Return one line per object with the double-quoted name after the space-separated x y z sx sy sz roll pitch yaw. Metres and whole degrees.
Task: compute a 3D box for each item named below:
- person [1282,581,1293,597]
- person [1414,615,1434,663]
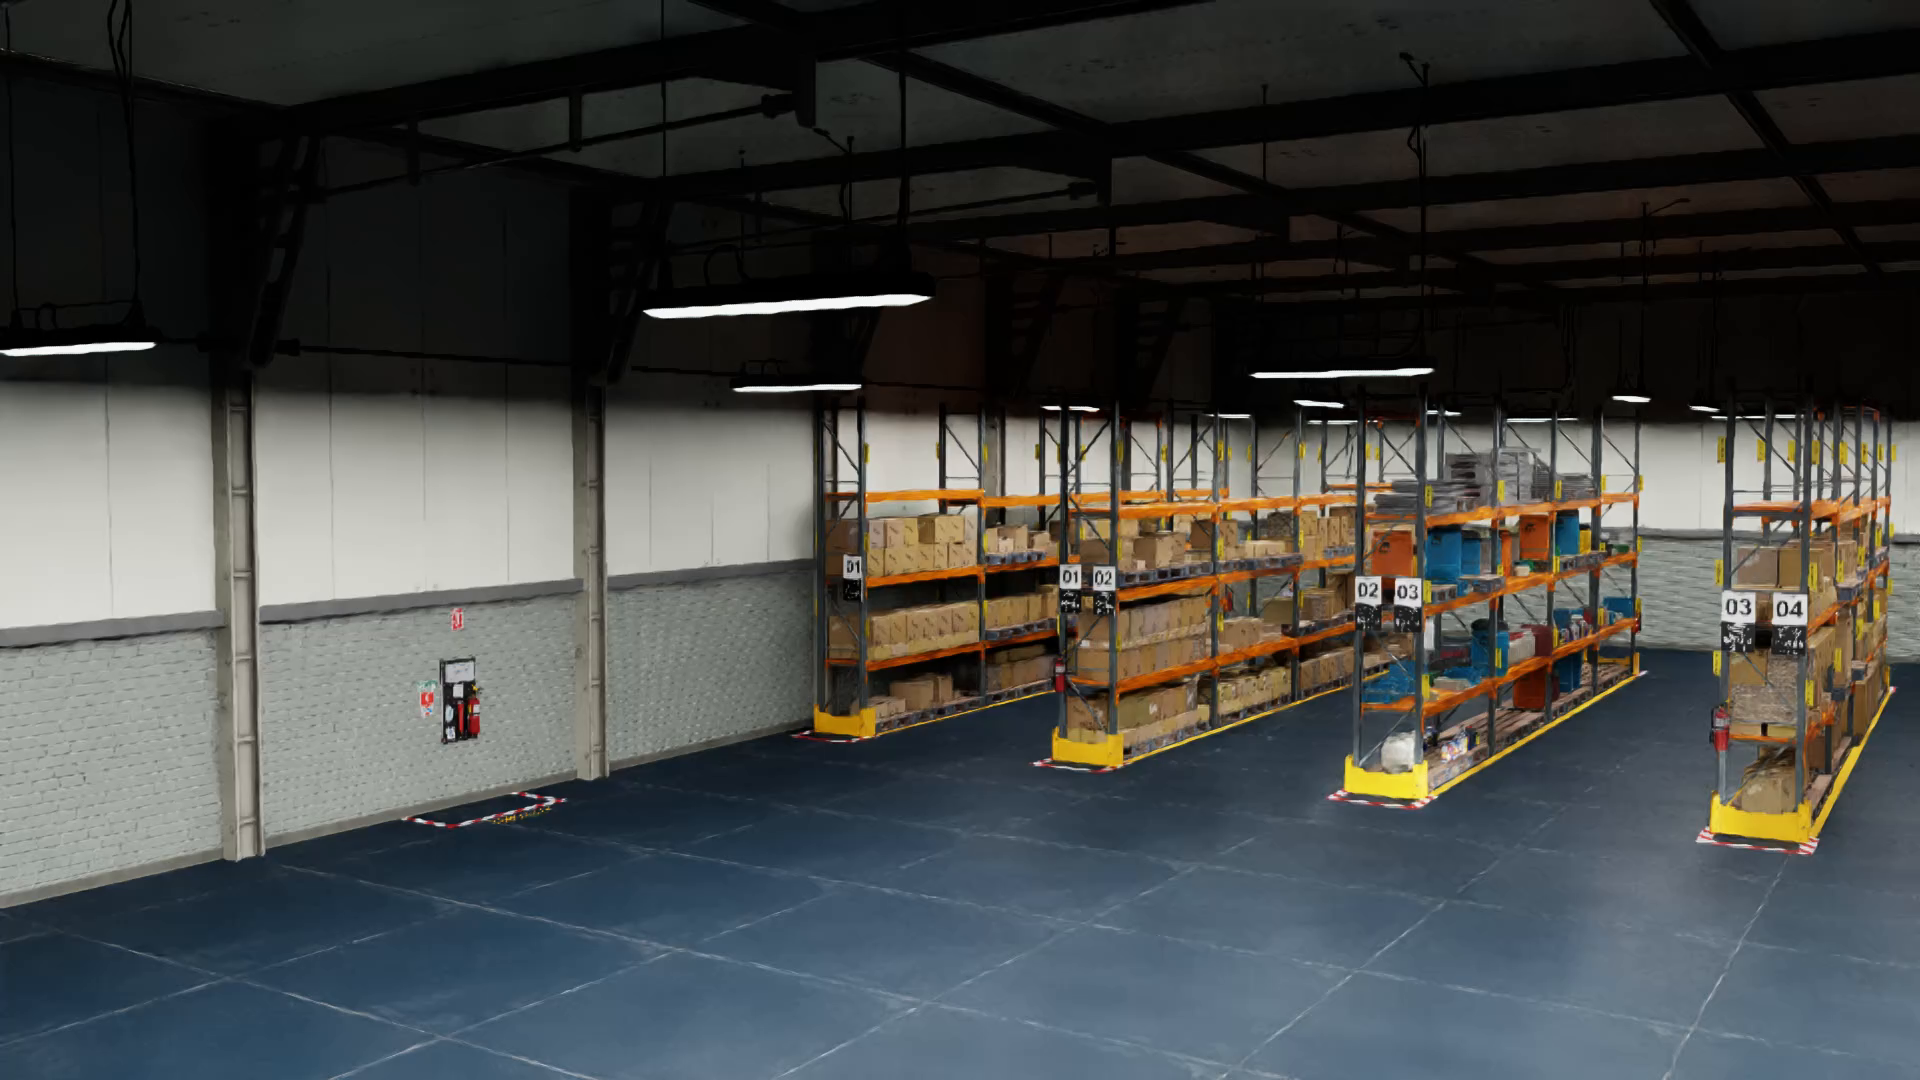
8.597 1.887 43.862 0.675 1.643 0.483 -1 3 -12 "person"
9.702 2.281 34.688 0.626 1.768 0.576 -2 3 -31 "person"
